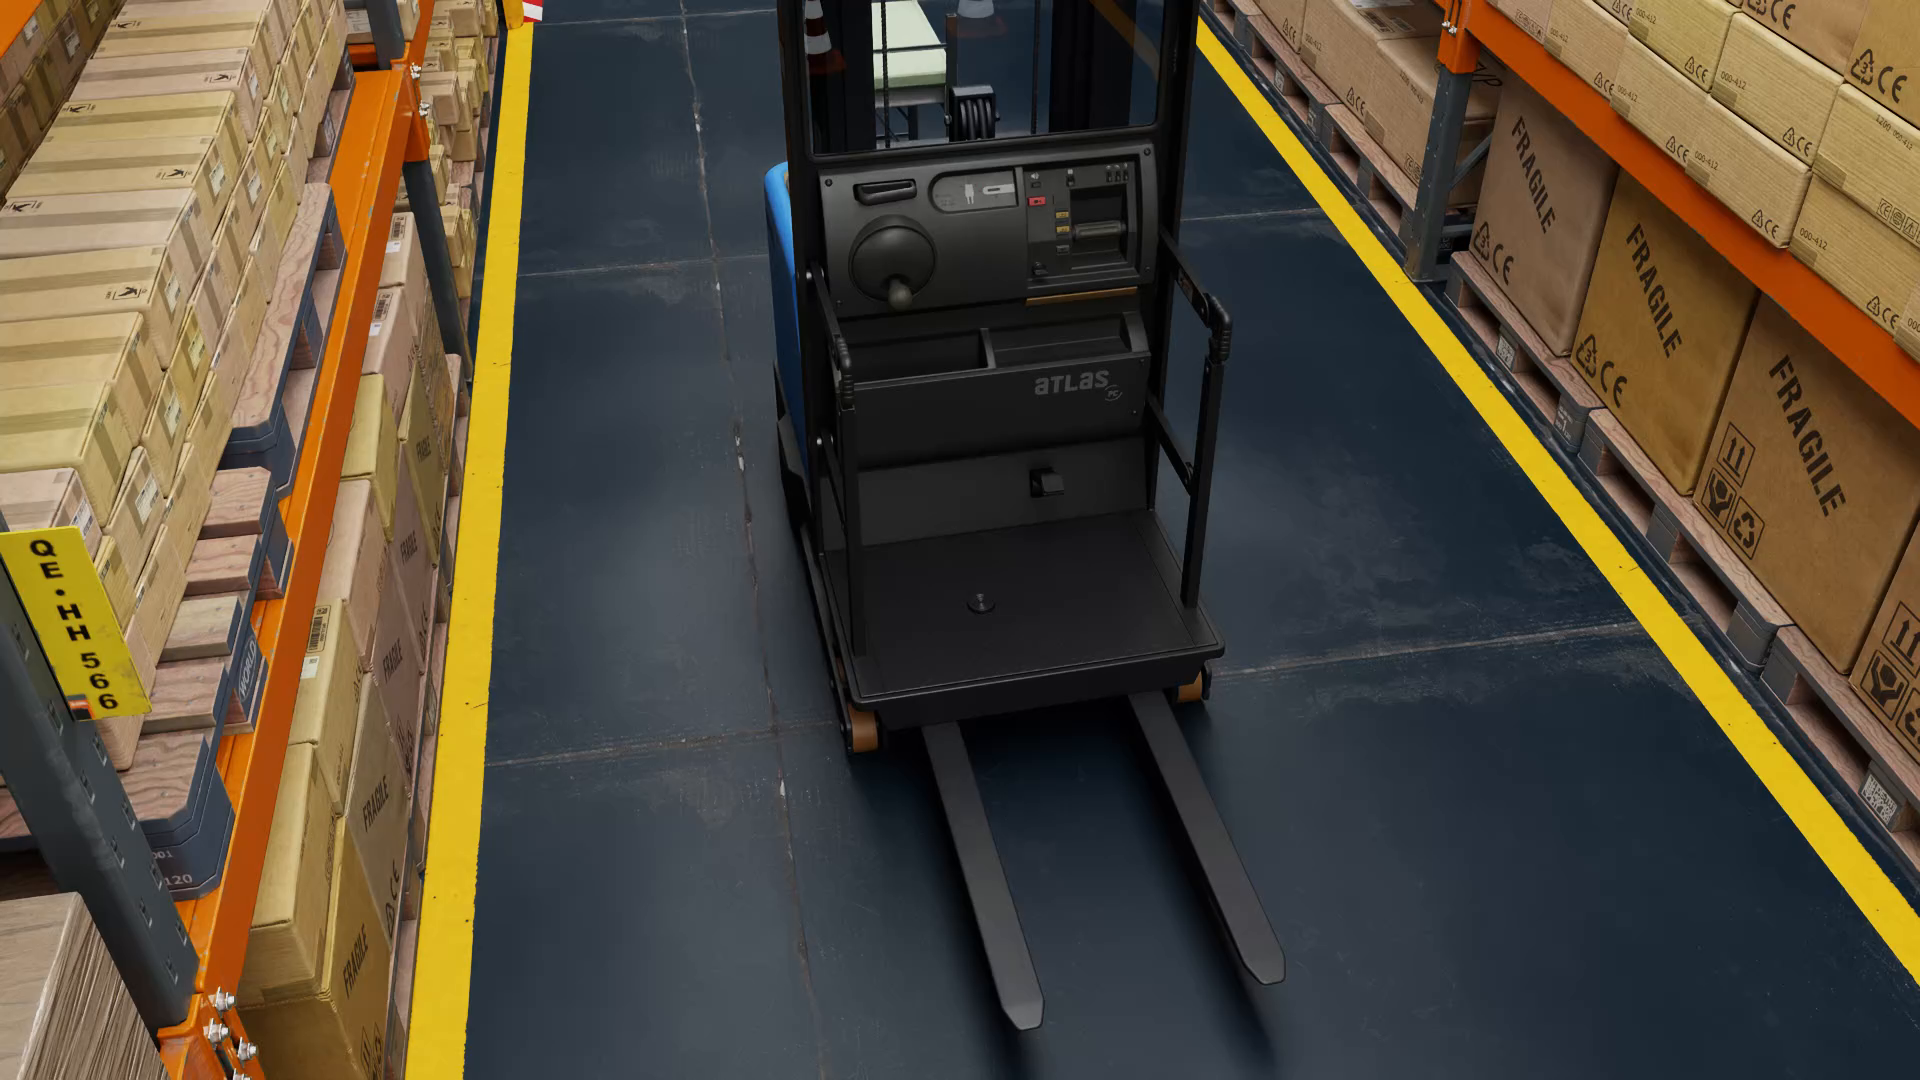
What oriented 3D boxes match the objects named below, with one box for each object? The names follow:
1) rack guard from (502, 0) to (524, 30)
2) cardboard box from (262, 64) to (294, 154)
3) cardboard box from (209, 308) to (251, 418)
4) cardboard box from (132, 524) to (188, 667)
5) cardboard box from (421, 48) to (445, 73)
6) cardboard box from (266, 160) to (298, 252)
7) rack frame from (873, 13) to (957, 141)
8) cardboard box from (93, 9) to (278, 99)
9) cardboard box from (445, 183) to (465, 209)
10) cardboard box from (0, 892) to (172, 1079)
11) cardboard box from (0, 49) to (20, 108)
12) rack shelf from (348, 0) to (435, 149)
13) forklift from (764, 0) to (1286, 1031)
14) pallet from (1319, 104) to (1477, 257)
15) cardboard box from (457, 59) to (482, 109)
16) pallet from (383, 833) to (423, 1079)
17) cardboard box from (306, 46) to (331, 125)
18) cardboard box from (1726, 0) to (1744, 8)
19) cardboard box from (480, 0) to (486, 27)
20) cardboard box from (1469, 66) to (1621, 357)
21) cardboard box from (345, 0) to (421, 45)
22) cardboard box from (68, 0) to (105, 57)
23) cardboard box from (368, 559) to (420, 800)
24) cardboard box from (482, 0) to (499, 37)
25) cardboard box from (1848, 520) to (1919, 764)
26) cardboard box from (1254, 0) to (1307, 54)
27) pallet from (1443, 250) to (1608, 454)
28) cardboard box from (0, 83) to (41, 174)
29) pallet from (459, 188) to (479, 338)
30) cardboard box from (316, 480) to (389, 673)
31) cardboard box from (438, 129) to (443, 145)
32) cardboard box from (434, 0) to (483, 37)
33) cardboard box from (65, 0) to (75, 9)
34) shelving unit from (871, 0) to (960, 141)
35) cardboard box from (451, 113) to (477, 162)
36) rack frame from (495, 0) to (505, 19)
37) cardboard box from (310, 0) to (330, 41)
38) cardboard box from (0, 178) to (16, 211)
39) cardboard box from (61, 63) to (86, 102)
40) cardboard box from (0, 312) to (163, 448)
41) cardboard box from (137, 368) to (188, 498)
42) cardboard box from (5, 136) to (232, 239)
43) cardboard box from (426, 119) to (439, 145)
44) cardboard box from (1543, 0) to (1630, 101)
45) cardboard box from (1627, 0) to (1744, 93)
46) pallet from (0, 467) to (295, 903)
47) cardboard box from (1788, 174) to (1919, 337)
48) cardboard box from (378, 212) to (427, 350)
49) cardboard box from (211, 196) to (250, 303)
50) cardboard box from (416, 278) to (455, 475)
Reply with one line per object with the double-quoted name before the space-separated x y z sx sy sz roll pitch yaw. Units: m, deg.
"rack guard" -3.109 -3.164 9.415 1.175 0.500 0.348 -6 38 -8
"cardboard box" -1.972 -1.115 4.360 0.380 0.149 0.250 -8 39 -10
"cardboard box" -1.792 -0.372 3.646 0.380 0.149 0.250 -5 38 -6
"cardboard box" -1.647 0.115 3.020 0.380 0.149 0.250 -4 38 -6
"cardboard box" -2.522 -2.080 7.478 0.380 0.149 0.250 -8 39 -10
"cardboard box" -1.925 -0.842 4.252 0.380 0.149 0.250 -5 38 -6
"rack frame" -0.209 -1.144 6.000 0.400 1.500 0.023 -8 38 -10
"cardboard box" -1.981 -1.235 4.272 0.380 0.149 0.250 -7 38 -9
"cardboard box" -2.310 -1.381 7.064 0.380 0.149 0.250 -6 38 -8
"cardboard box" -1.377 0.839 2.144 0.500 0.500 0.500 -6 38 -8
"cardboard box" -2.621 -1.167 4.184 0.380 0.149 0.250 -7 38 -8
"rack shelf" -2.772 -2.705 7.373 1.077 0.370 4.000 -6 38 -8
"forklift" 0.135 -0.780 4.366 1.130 2.935 3.031 -8 39 -10
"pallet" 2.378 -1.741 7.819 1.003 0.211 1.213 -6 38 -8
"cardboard box" -2.450 -2.121 7.774 0.380 0.149 0.250 -6 38 -7
"pallet" -1.855 1.264 3.951 1.003 0.211 1.213 -6 38 -8
"cardboard box" -2.069 -1.321 4.868 0.380 0.149 0.250 -6 38 -8
"cardboard box" 2.431 -1.904 4.860 0.500 0.500 0.500 -7 38 -9
"cardboard box" -2.656 -2.753 8.587 0.380 0.149 0.250 -8 39 -10
"cardboard box" 2.622 -1.335 6.413 0.875 0.875 0.875 -5 38 -7
"cardboard box" -2.149 -1.888 5.940 0.380 0.149 0.250 -5 38 -6
"cardboard box" -2.758 -1.521 4.883 0.380 0.149 0.250 -7 38 -9
"cardboard box" -1.779 0.389 4.500 0.500 0.500 0.500 -7 38 -9
"cardboard box" -2.680 -2.797 8.887 0.380 0.149 0.250 -5 38 -7
"cardboard box" 3.096 0.289 4.323 0.875 0.875 0.875 -7 38 -8
"cardboard box" 2.116 -3.005 8.919 0.875 0.438 0.875 -5 38 -7
"pallet" 2.644 -0.815 6.627 1.003 0.211 1.213 -6 38 -8
"cardboard box" -2.616 -1.046 4.271 0.380 0.149 0.250 -5 38 -6
"pallet" -2.574 -1.081 6.970 1.003 0.211 1.213 -6 38 -8
"cardboard box" -1.766 0.111 4.246 0.500 0.250 0.500 -6 38 -8
"cardboard box" -2.425 -1.642 7.157 0.380 0.149 0.250 -8 39 -10
"cardboard box" -2.537 -2.559 8.096 0.380 0.149 0.250 -5 38 -6
"cardboard box" -2.750 -1.627 4.777 0.380 0.149 0.250 -5 38 -7
"shelving unit" -0.287 -1.363 6.282 0.431 1.500 0.755 -8 38 -10
"cardboard box" -2.436 -1.855 7.674 0.380 0.149 0.250 -7 38 -9
"rack frame" -3.122 -4.197 8.707 1.000 3.000 0.127 -6 38 -8
"cardboard box" -2.110 -1.587 4.968 0.380 0.149 0.250 -6 38 -8
"cardboard box" -2.571 -0.772 4.161 0.380 0.149 0.250 -7 38 -9
"cardboard box" -2.711 -1.242 4.766 0.380 0.149 0.250 -6 38 -8
"cardboard box" -1.699 -0.277 3.039 0.380 0.149 0.250 -6 38 -8
"cardboard box" -1.707 -0.187 3.166 0.380 0.149 0.250 -7 38 -9
"cardboard box" -1.842 -0.760 3.661 0.380 0.149 0.250 -5 38 -7
"cardboard box" -2.360 -1.606 6.869 0.380 0.149 0.250 -7 38 -9
"cardboard box" 2.344 -1.708 5.626 0.500 0.250 0.500 -7 38 -9
"cardboard box" 2.415 -1.597 5.075 0.500 0.250 0.500 -6 38 -7
"pallet" -1.950 0.292 3.086 1.213 0.211 1.003 -6 38 -8
"cardboard box" 2.614 -0.789 4.443 0.500 0.250 0.500 -7 38 -8
"cardboard box" -2.042 -0.833 5.461 0.500 0.250 0.500 -7 38 -9
"cardboard box" -1.834 -0.640 3.749 0.380 0.149 0.250 -7 38 -8
"cardboard box" -2.043 -0.540 5.695 0.500 0.500 0.500 -7 38 -9
